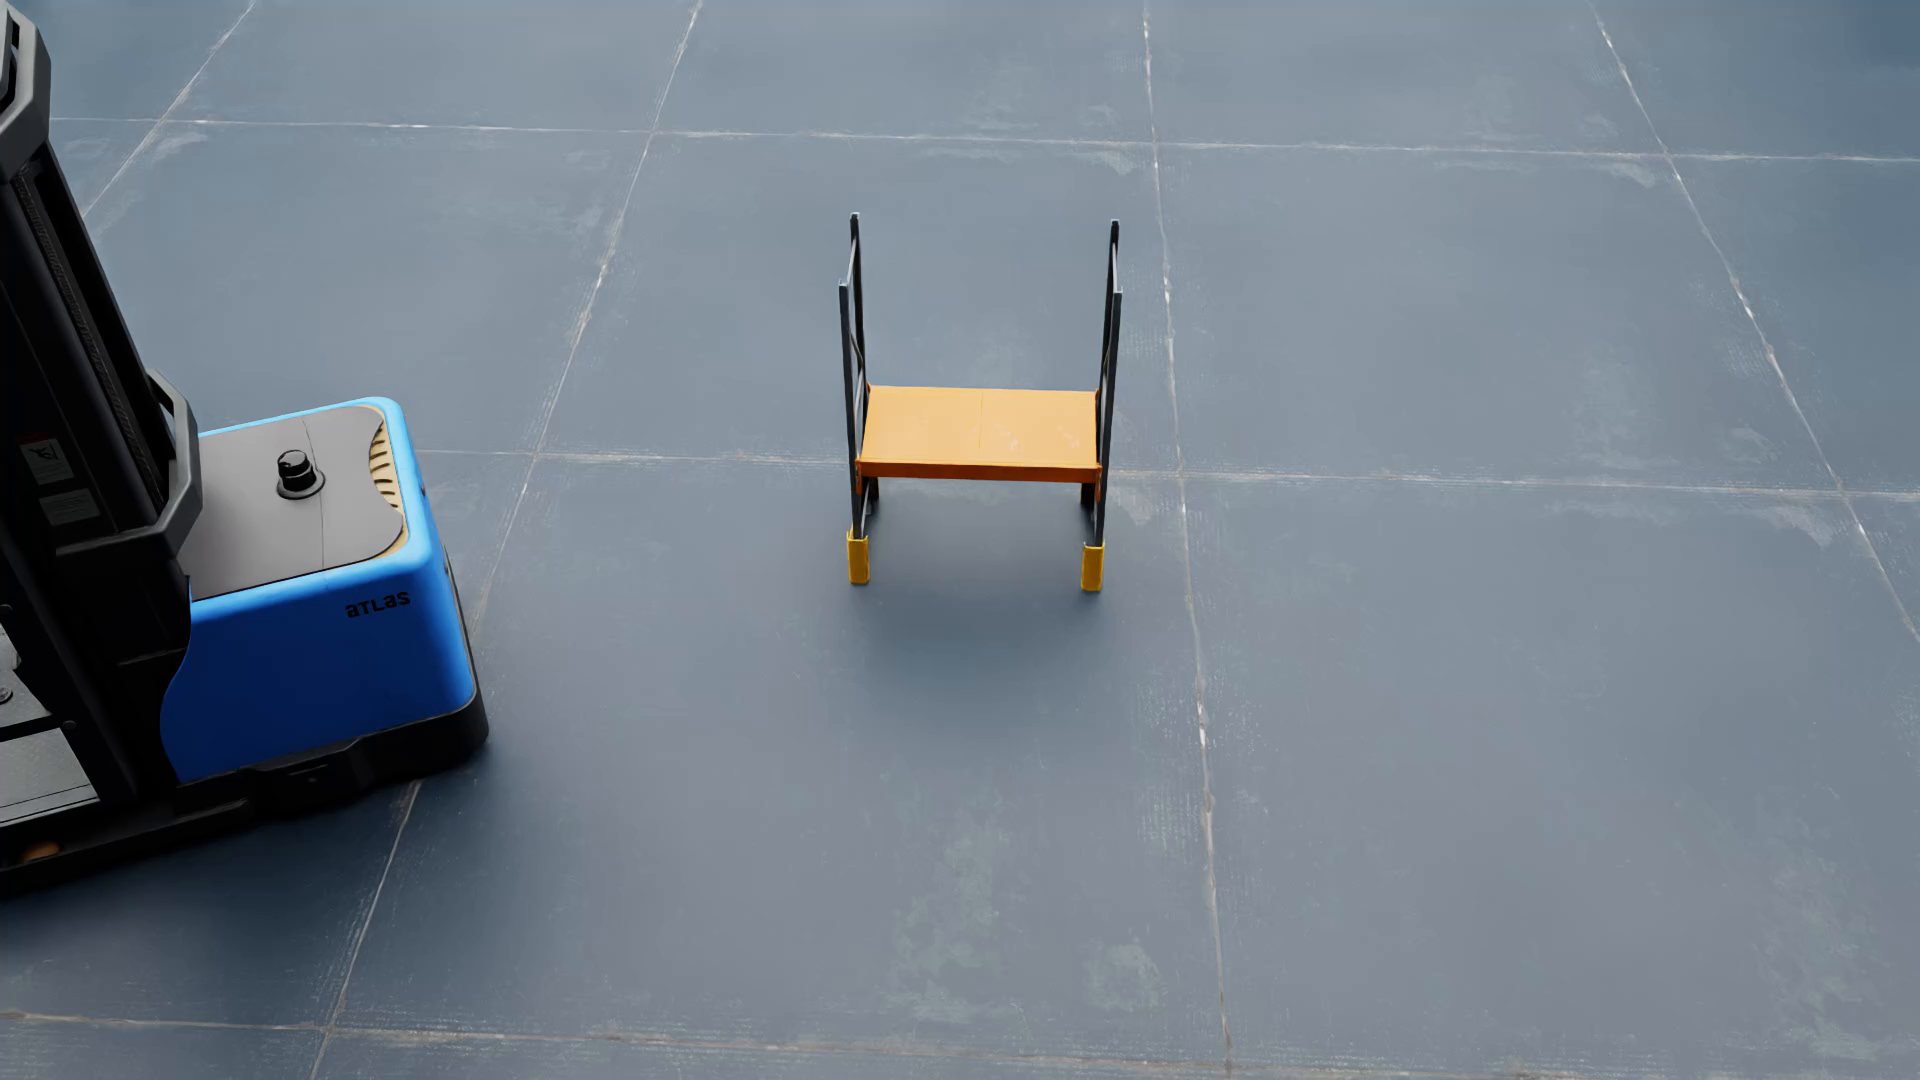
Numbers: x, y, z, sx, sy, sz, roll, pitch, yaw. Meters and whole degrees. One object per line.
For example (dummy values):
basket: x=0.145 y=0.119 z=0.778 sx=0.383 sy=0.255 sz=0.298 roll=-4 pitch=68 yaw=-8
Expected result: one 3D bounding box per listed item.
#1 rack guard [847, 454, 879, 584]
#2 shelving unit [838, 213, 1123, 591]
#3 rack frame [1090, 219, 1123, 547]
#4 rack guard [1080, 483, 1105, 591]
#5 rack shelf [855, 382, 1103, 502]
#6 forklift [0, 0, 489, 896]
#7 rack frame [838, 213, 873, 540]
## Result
rack guard: x=-0.421 y=-0.104 z=7.264 sx=0.087 sy=0.250 sz=0.587 roll=2 pitch=43 yaw=2
shelving unit: x=0.076 y=-0.546 z=6.822 sx=1.083 sy=1.500 sz=0.587 roll=2 pitch=43 yaw=2
rack frame: x=0.593 y=-0.531 z=6.805 sx=0.032 sy=1.500 sz=0.500 roll=2 pitch=43 yaw=2
rack guard: x=0.574 y=-0.074 z=7.231 sx=0.087 sy=0.250 sz=0.587 roll=2 pitch=43 yaw=2
rack shelf: x=0.085 y=-0.415 z=6.944 sx=1.000 sy=0.185 sz=0.538 roll=2 pitch=43 yaw=2
forklift: x=-3.393 y=-0.192 z=5.391 sx=3.031 sy=2.935 sz=1.130 roll=-15 pitch=45 yaw=-15
rack frame: x=-0.423 y=-0.562 z=6.838 sx=0.032 sy=1.500 sz=0.500 roll=2 pitch=43 yaw=2
